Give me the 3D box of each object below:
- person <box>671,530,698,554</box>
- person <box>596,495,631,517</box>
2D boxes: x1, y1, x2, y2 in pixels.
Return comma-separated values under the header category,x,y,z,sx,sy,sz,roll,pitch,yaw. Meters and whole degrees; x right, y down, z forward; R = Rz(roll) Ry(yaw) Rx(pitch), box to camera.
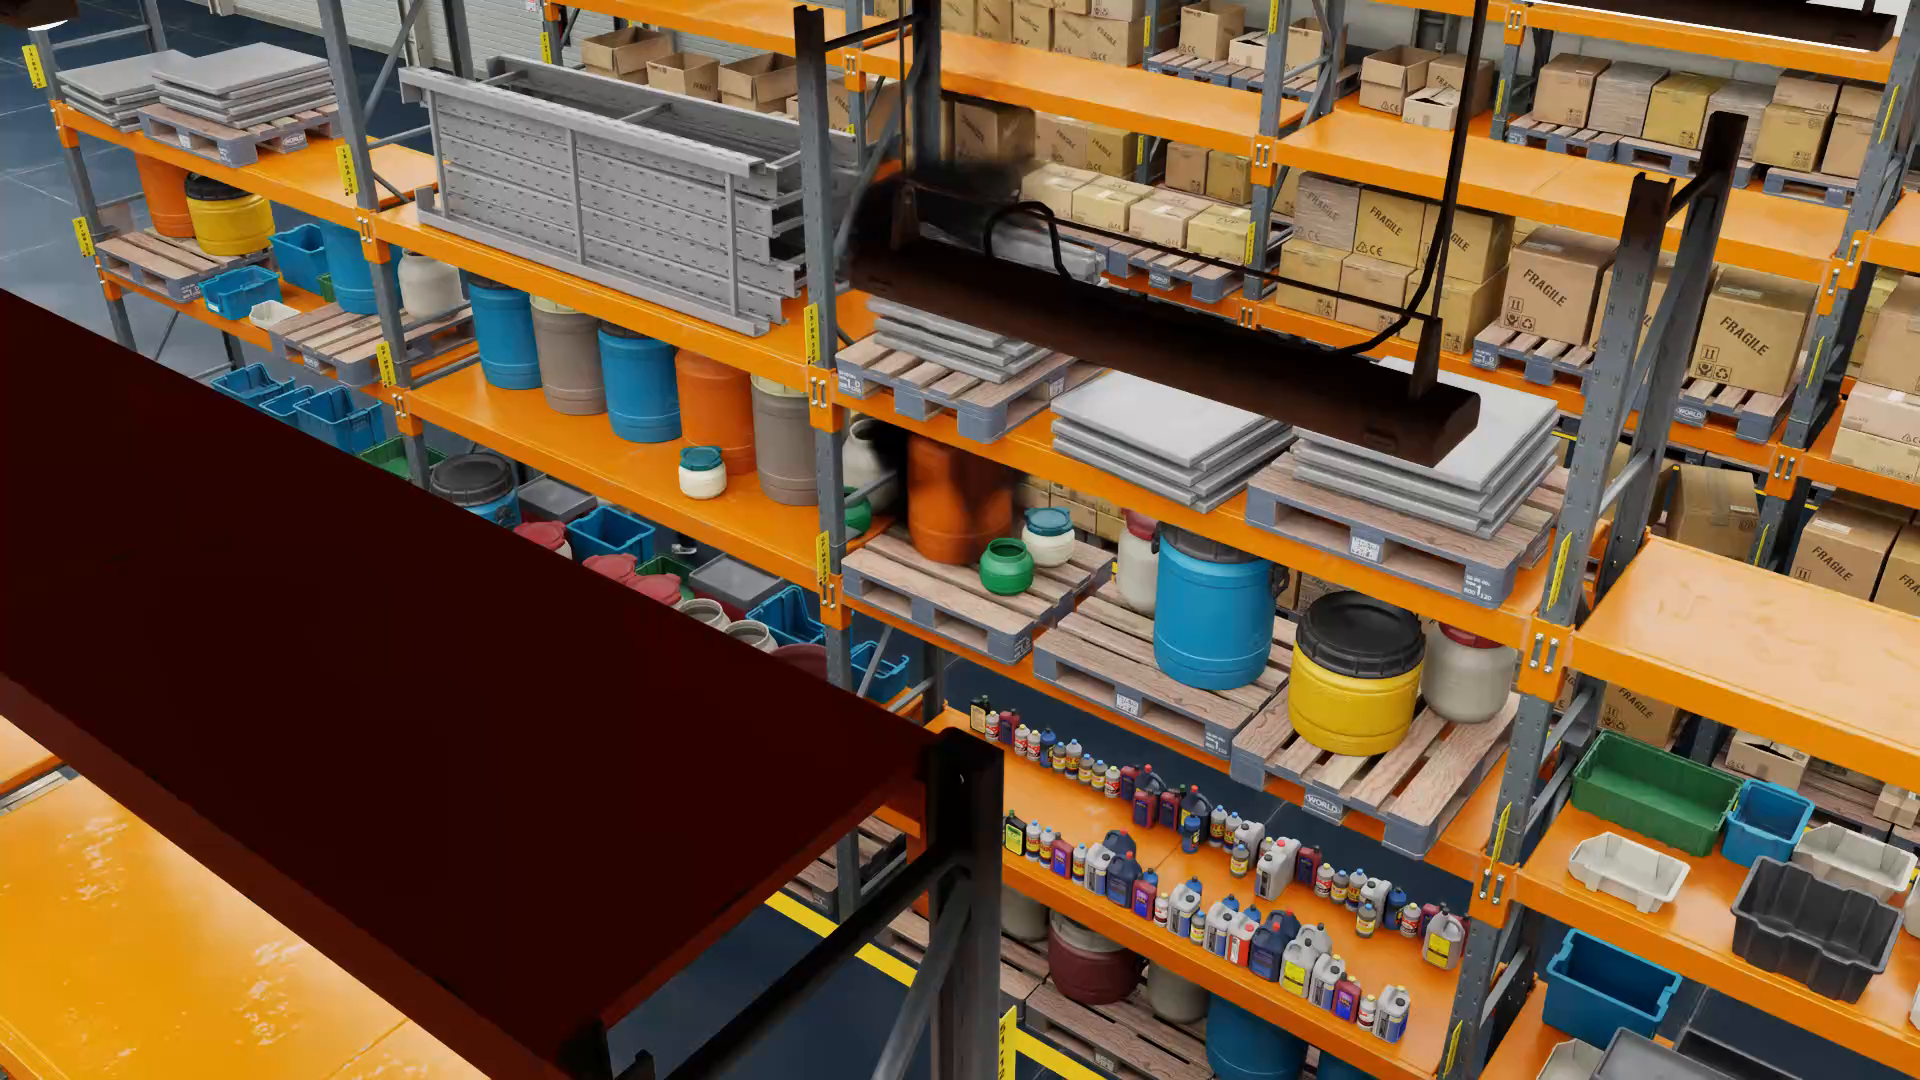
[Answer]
category,x,y,z,sx,sy,sz,roll,pitch,yaw
person,-2.441,-0.523,14.668,0.545,1.560,0.577,23,38,33
person,-3.044,-0.380,14.287,0.804,1.684,0.602,24,39,33
